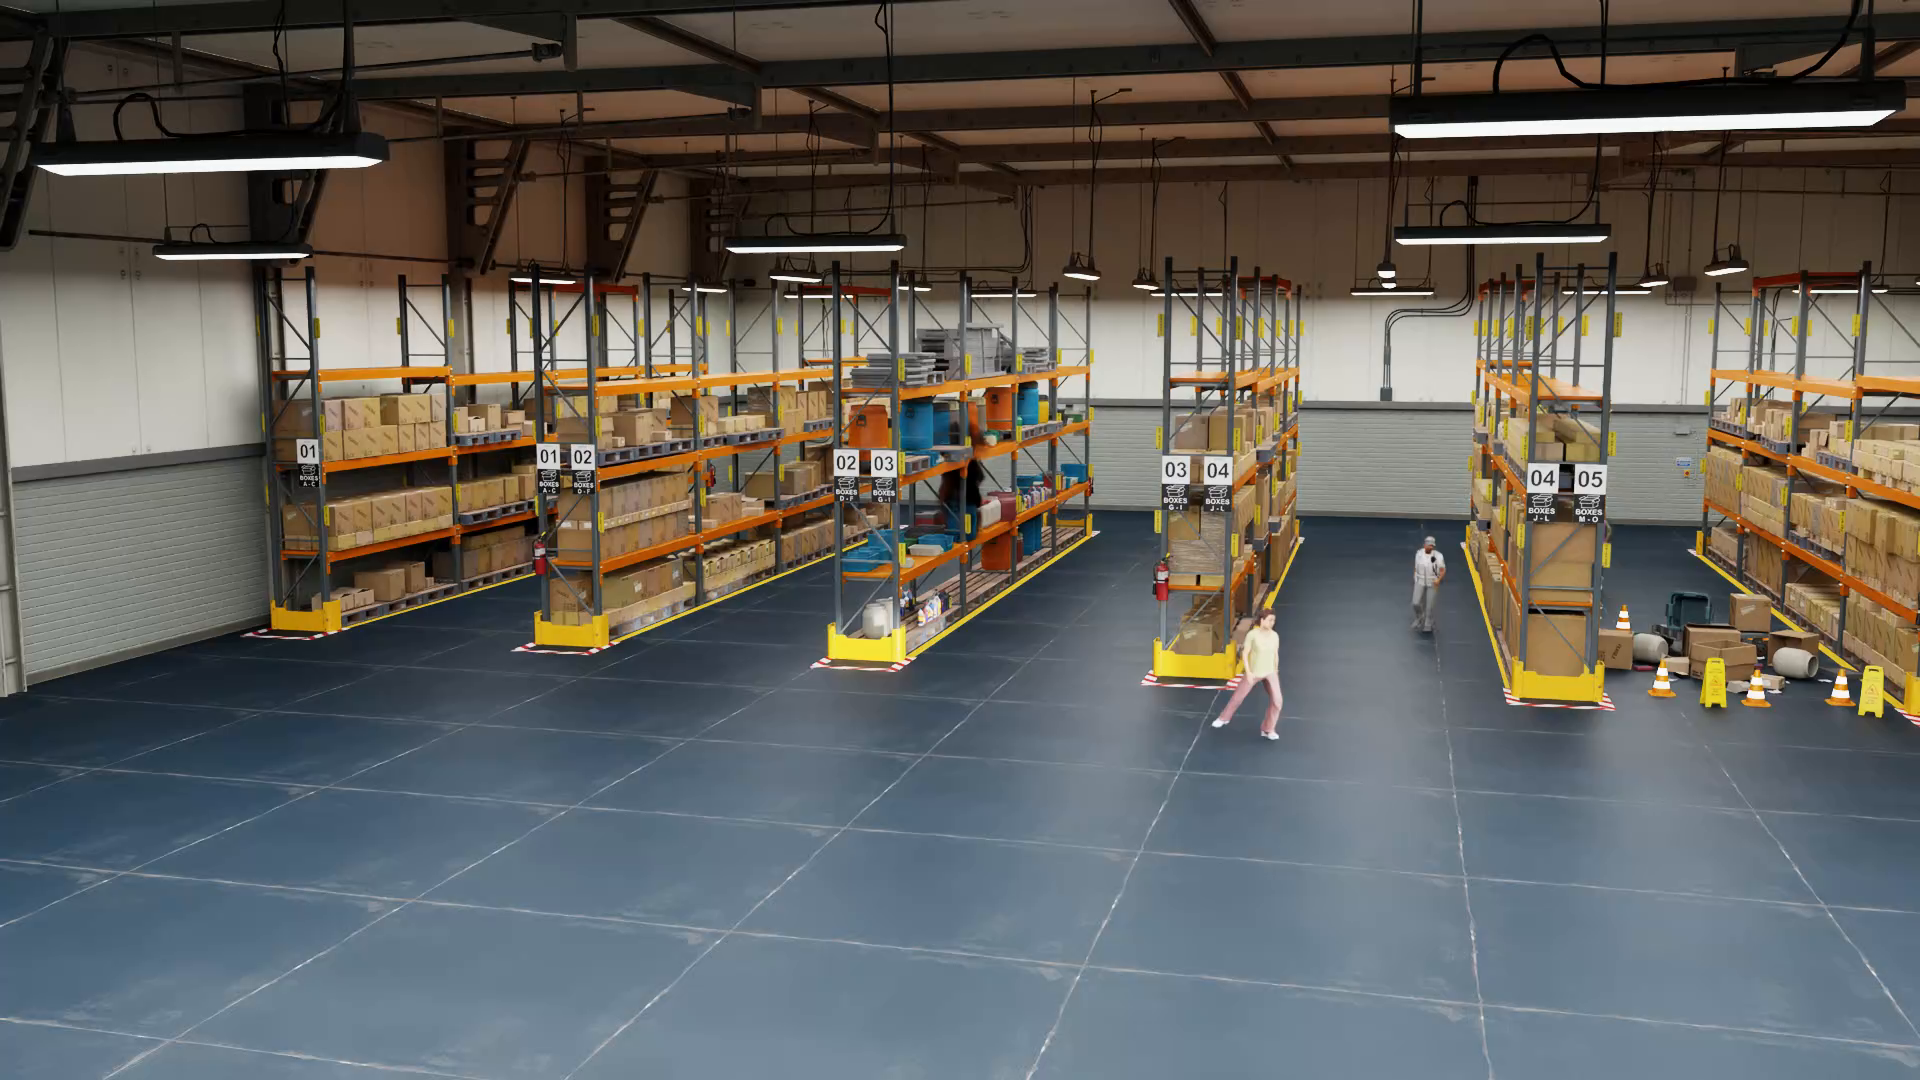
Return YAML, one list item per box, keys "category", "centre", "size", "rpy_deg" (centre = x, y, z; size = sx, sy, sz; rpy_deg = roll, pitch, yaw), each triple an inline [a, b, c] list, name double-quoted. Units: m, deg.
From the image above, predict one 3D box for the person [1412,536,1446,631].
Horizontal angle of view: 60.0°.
- category: "person"
  centre: [7.697, 0.735, 27.372]
  size: [0.597, 1.618, 0.749]
  rpy_deg: [4, 8, 26]

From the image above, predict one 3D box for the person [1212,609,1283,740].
- category: "person"
  centre: [3.532, 1.617, 20.469]
  size: [0.750, 1.602, 0.707]
  rpy_deg: [-1, 7, -9]

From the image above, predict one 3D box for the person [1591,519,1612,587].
- category: "person"
  centre: [12.323, 0.148, 32.203]
  size: [0.481, 1.595, 0.752]
  rpy_deg: [0, 7, 2]
